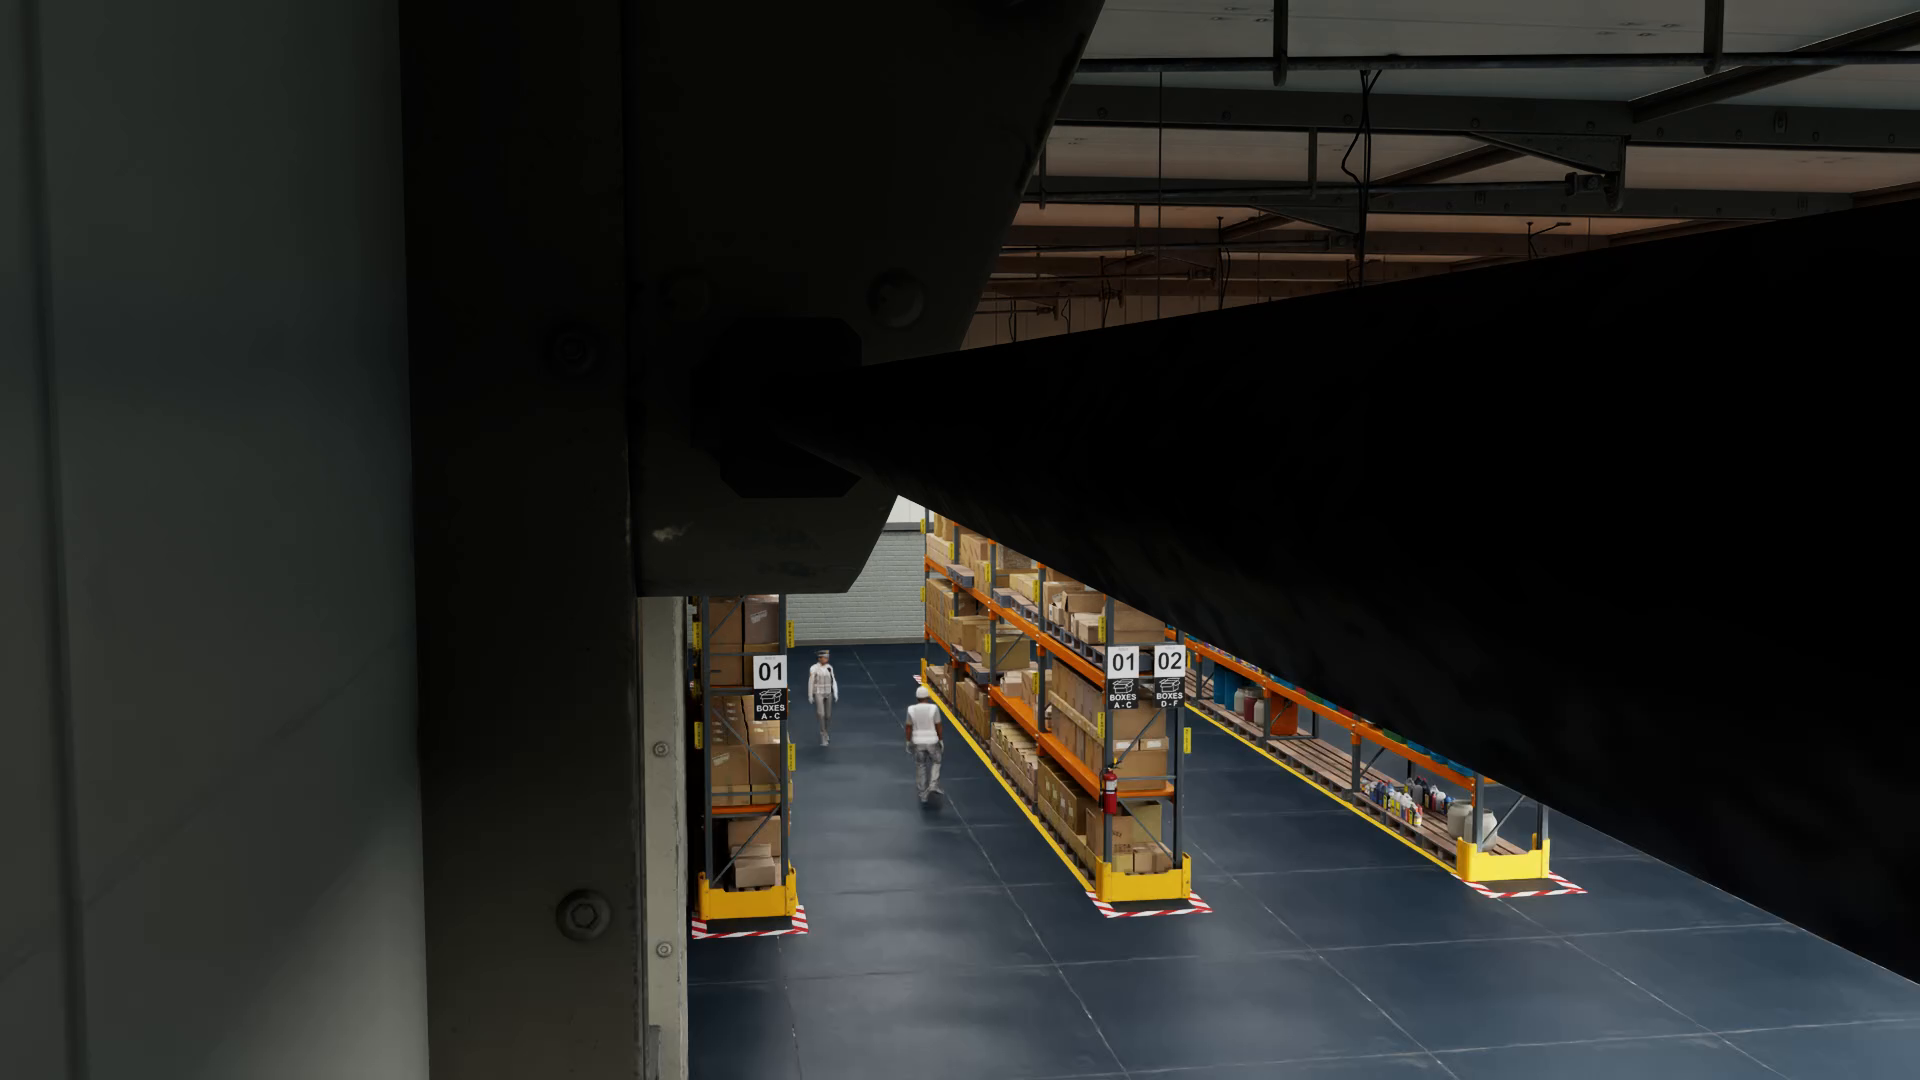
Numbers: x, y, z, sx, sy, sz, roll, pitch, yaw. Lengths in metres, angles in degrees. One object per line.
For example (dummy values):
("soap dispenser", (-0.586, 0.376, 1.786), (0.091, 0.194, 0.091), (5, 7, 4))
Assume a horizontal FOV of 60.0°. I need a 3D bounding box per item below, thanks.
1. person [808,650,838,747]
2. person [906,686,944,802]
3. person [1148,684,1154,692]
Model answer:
("person", (-2.432, 2.859, 30.177), (0.507, 1.693, 0.655), (-3, 6, -31))
("person", (-0.551, 3.165, 25.850), (0.593, 1.775, 0.500), (0, 5, 1))
("person", (3.866, 2.641, 32.801), (0.537, 1.634, 0.664), (0, 5, 5))
